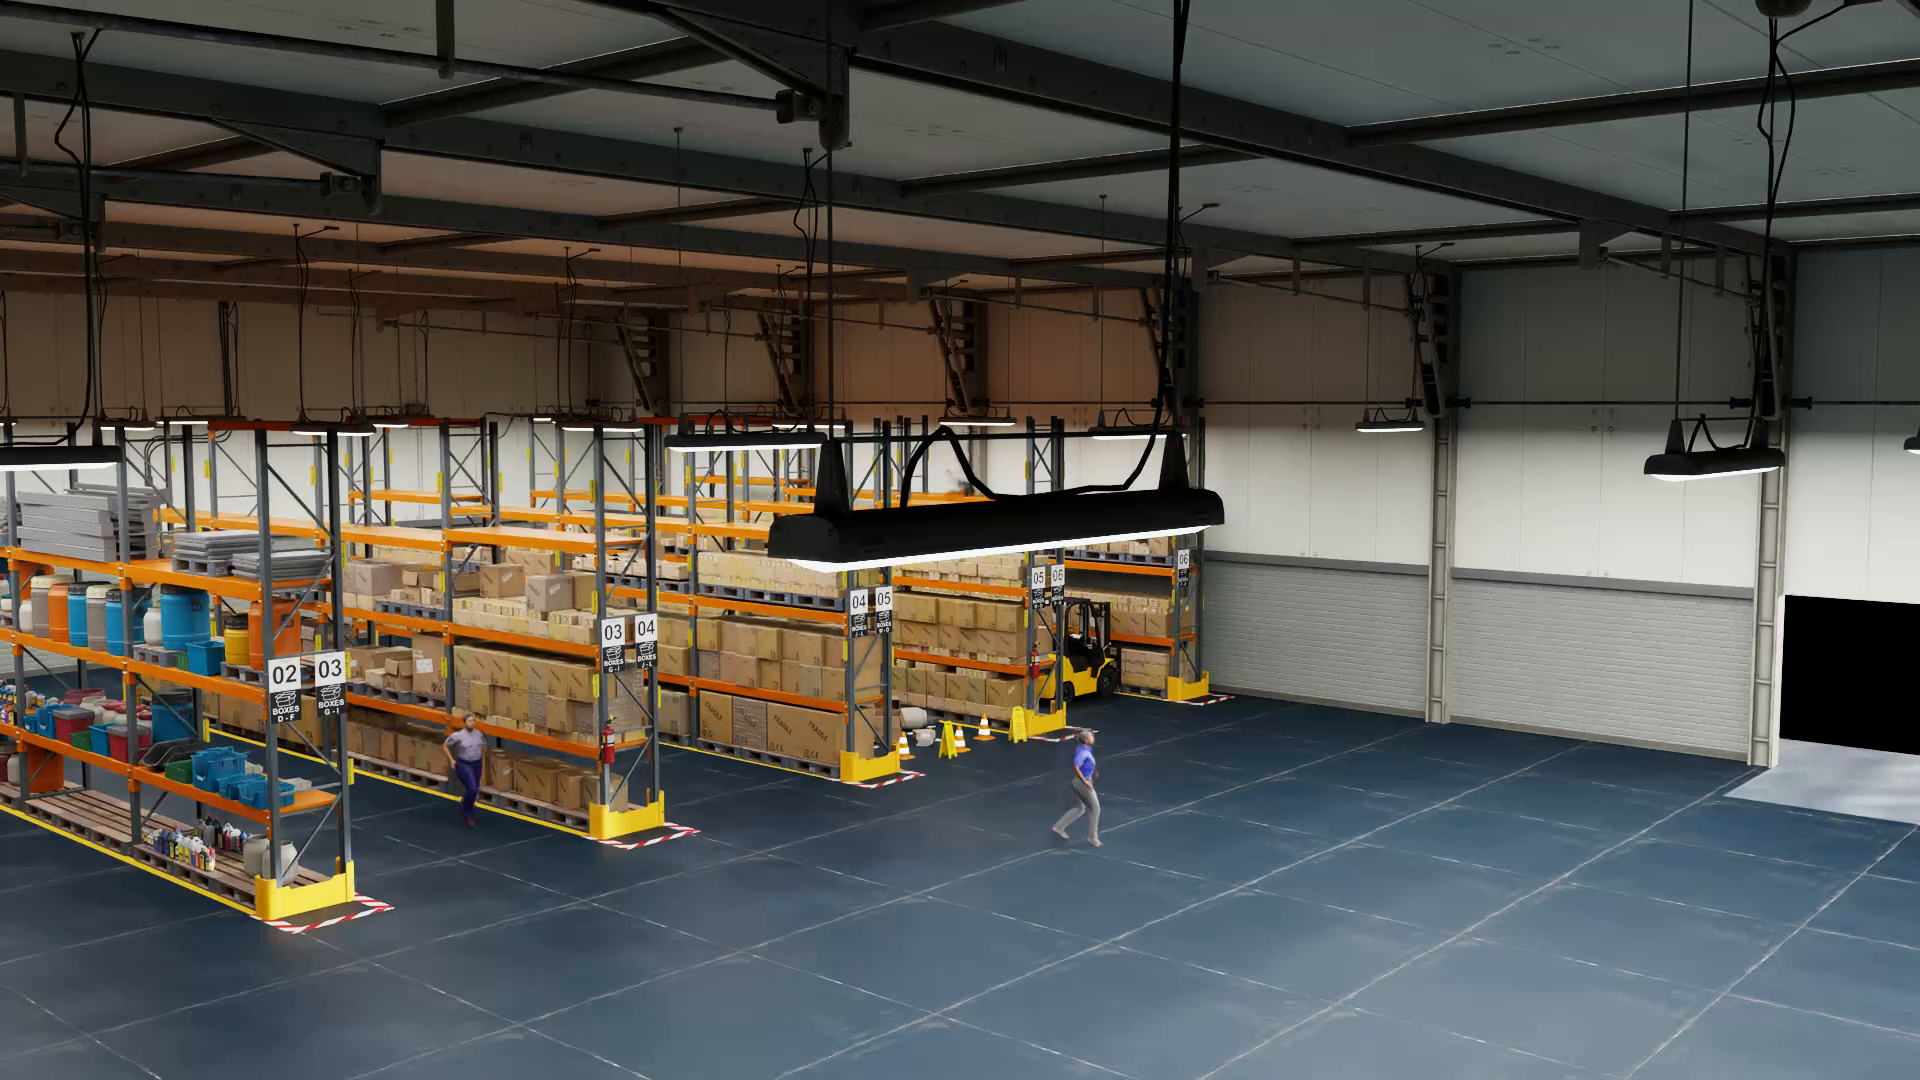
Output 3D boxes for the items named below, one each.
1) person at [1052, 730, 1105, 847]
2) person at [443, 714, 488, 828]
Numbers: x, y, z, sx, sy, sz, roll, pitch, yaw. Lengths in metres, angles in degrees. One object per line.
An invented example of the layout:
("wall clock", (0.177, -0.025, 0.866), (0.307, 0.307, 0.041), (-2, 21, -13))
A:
("person", (1.694, 3.574, 23.738), (0.748, 1.649, 0.609), (-1, 5, -7))
("person", (-7.344, 3.458, 24.914), (0.700, 1.688, 0.578), (3, 6, 34))
